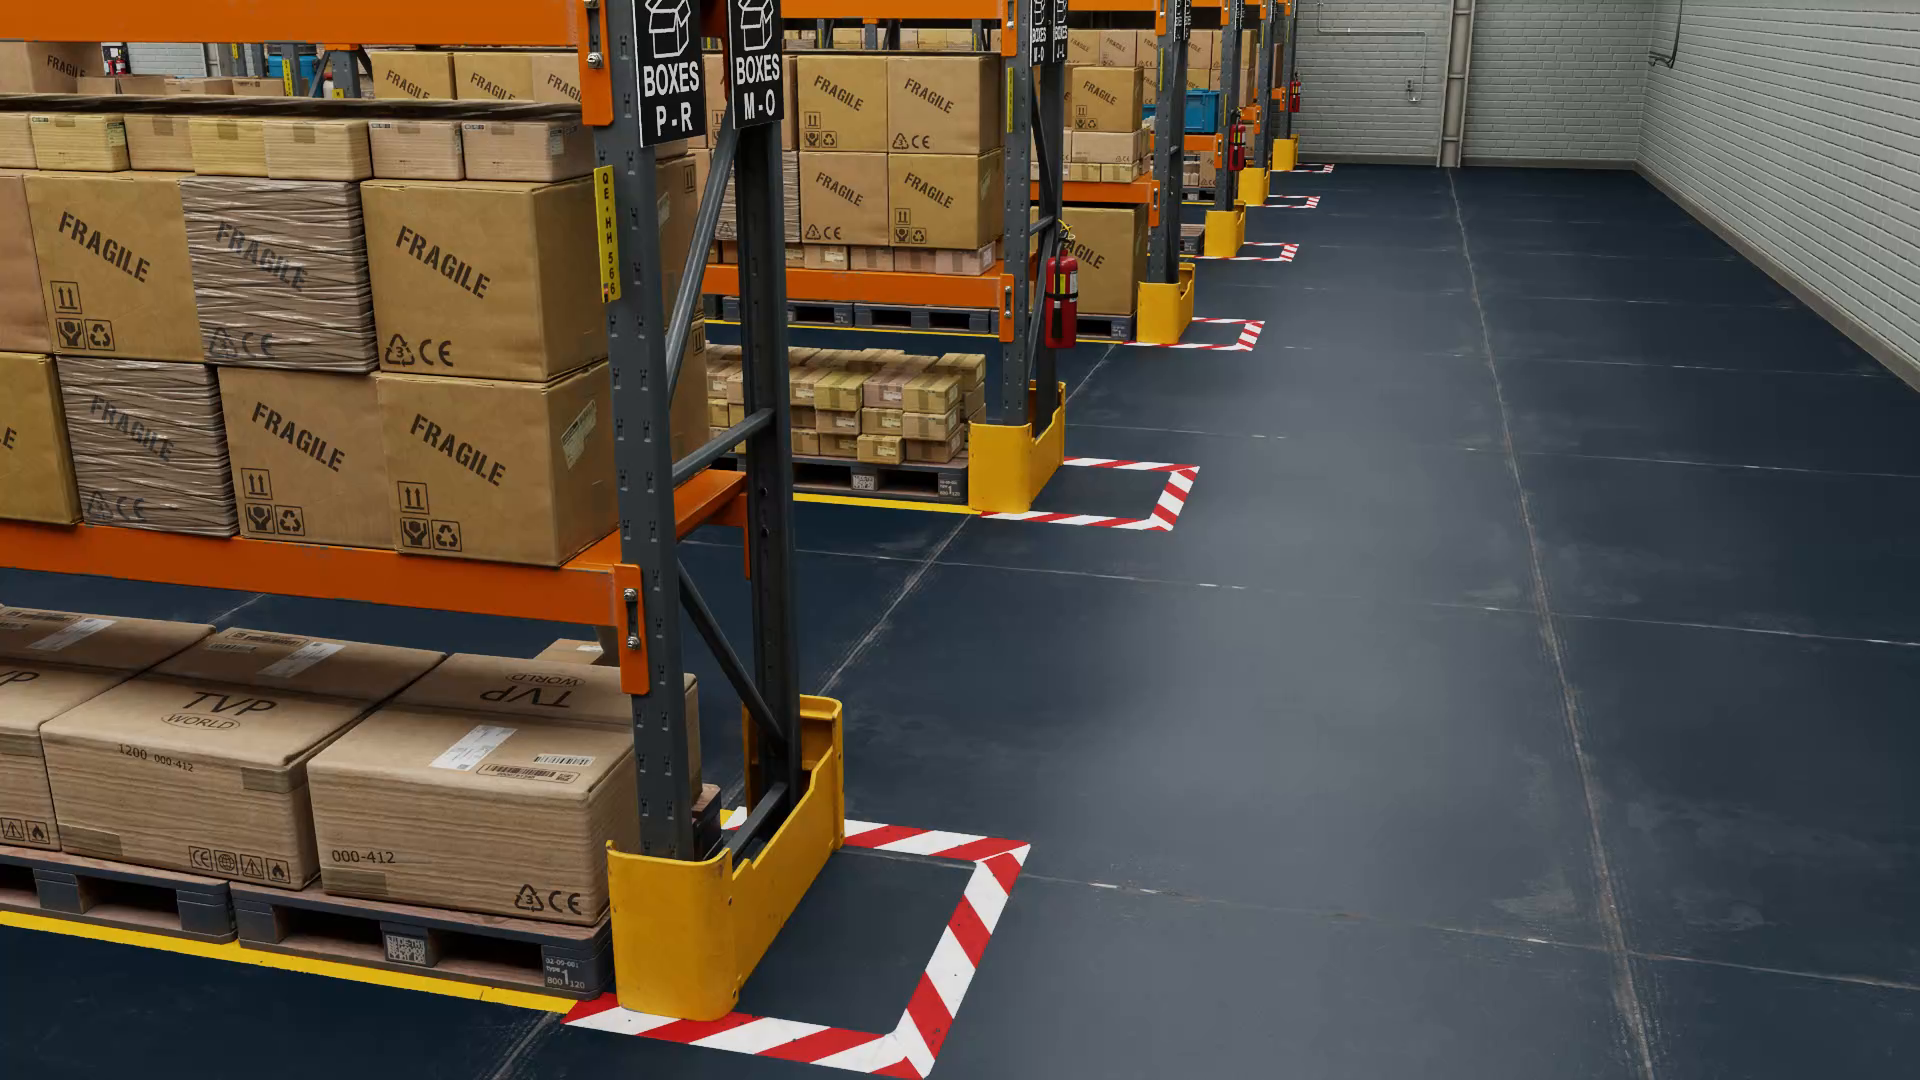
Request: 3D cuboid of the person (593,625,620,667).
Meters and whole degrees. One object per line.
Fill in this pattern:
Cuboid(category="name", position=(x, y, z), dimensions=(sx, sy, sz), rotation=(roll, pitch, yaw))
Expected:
Cuboid(category="person", position=(-1.286, -0.133, 6.449), dimensions=(0.439, 1.749, 0.585), rotation=(5, 19, 14))
